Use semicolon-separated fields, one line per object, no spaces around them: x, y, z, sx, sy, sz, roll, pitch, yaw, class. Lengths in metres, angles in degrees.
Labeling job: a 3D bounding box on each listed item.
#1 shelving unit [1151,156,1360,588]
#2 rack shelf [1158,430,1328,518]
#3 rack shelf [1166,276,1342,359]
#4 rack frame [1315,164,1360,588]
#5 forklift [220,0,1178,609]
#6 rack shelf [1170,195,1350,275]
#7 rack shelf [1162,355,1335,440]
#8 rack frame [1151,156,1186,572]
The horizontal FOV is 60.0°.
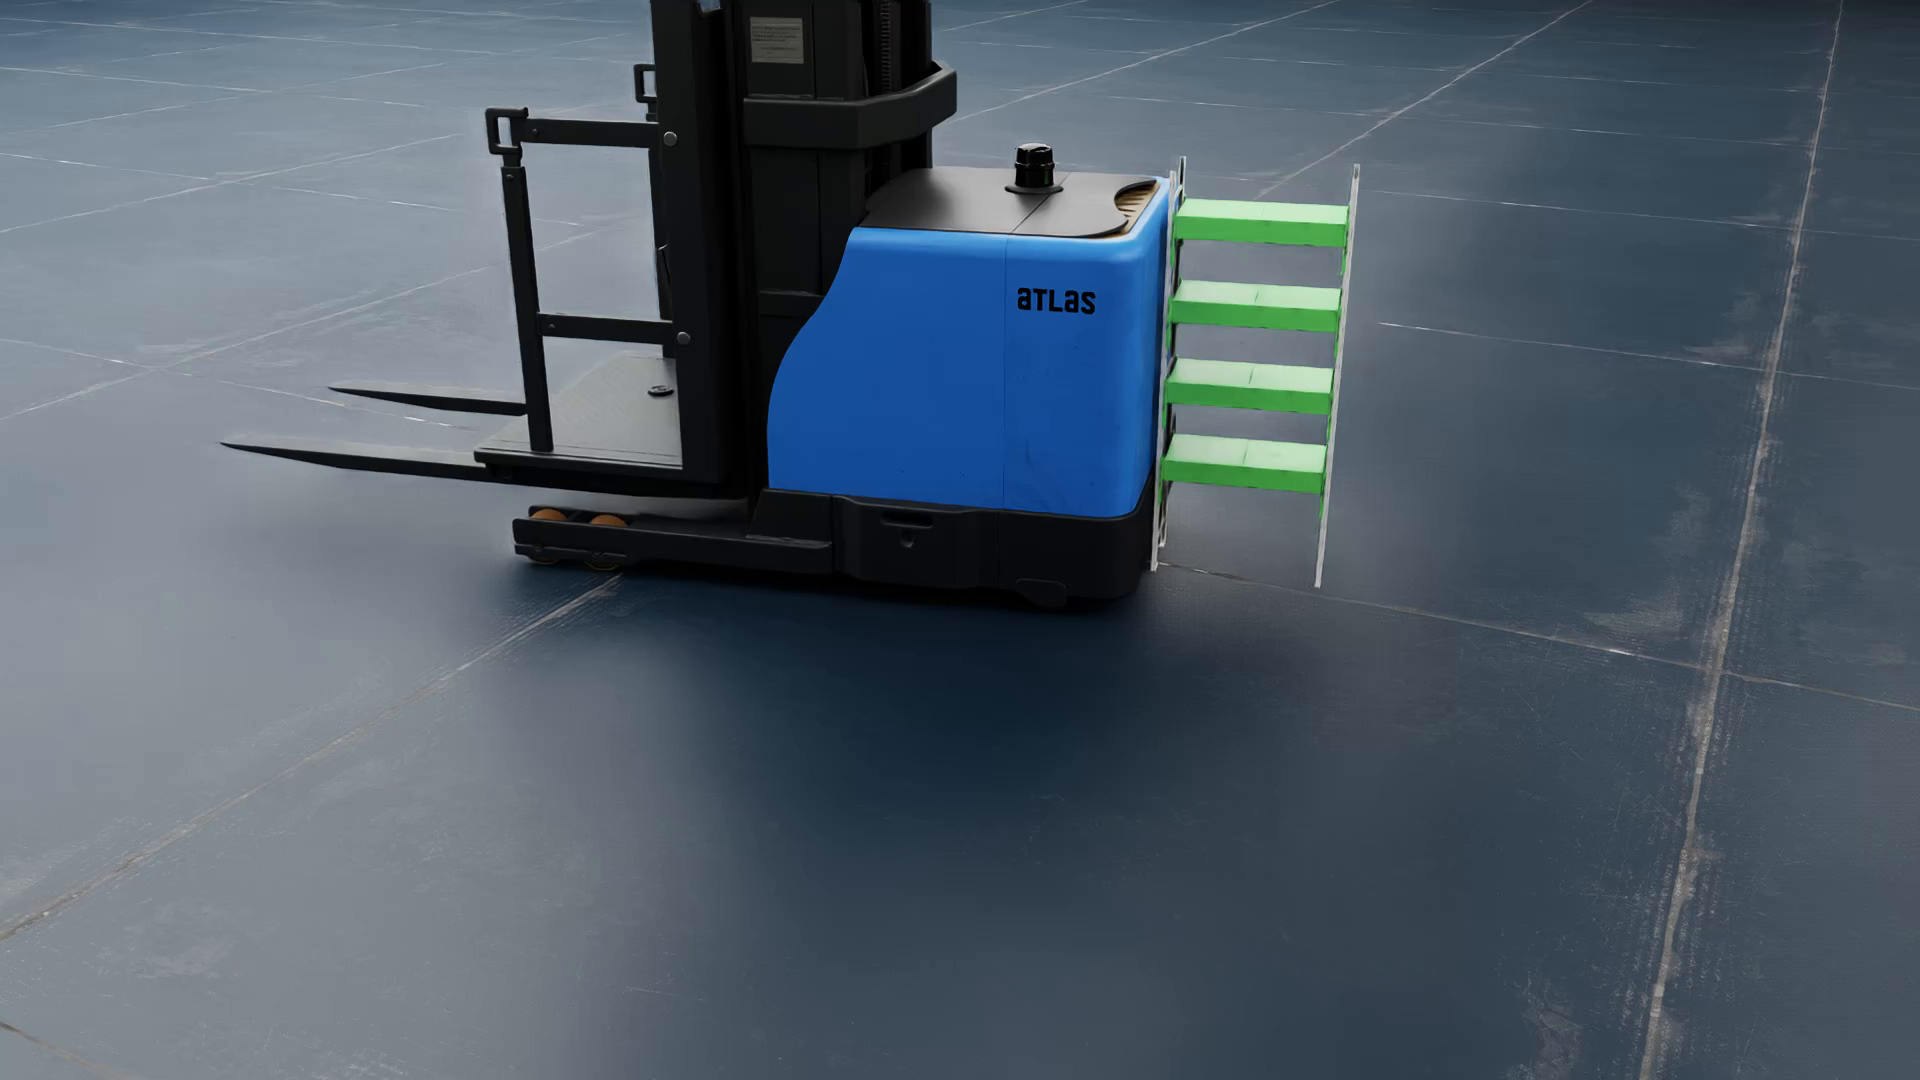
0.849;-0.480;4.845;0.503;1.200;0.258;5;24;13;shelving unit
0.849;-0.200;4.964;0.480;0.148;0.258;5;24;13;rack shelf
0.849;-0.642;4.776;0.480;0.148;0.258;5;24;13;rack shelf
1.086;-0.457;4.792;0.015;1.200;0.240;5;24;13;rack frame
-0.870;-1.448;4.909;3.031;2.935;1.130;5;24;13;forklift
0.849;-0.863;4.682;0.480;0.148;0.258;5;24;13;rack shelf
0.849;-0.421;4.870;0.480;0.148;0.258;5;24;13;rack shelf
0.612;-0.503;4.898;0.015;1.200;0.240;5;24;13;rack frame
